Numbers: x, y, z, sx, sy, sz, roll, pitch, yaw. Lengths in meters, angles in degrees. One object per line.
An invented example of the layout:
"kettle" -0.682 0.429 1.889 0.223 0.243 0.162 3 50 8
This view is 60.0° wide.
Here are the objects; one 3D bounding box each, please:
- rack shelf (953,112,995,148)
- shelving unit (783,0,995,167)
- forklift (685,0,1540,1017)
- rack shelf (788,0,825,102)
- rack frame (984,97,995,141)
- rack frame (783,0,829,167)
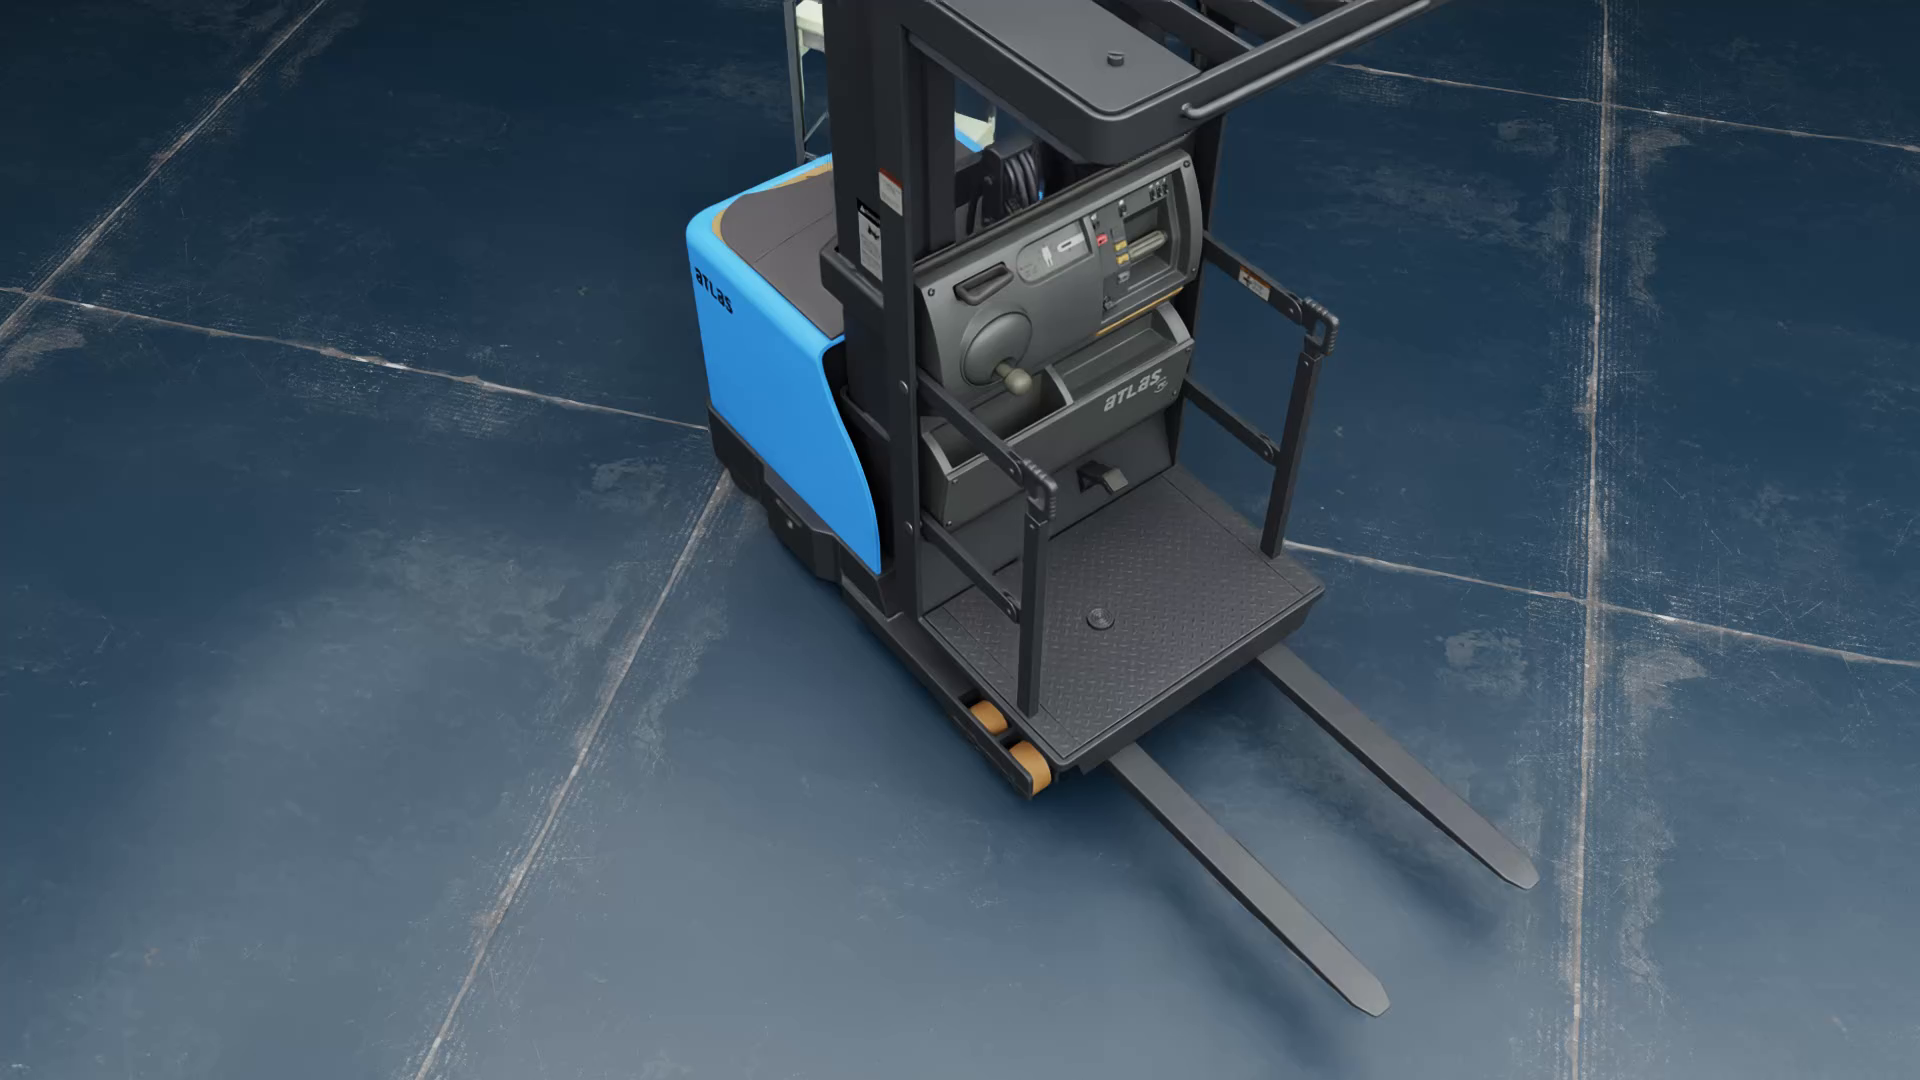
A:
"rack shelf" -0.227 -1.342 6.369 0.431 0.370 0.720 23 53 19
"shelving unit" -0.227 -1.557 6.124 0.431 1.500 0.755 23 53 19
"forklift" 0.421 -0.621 4.343 1.130 2.935 3.031 -30 55 -24
"rack shelf" -0.227 -1.816 5.832 0.431 0.370 0.720 23 53 19
"rack frame" -0.046 -1.796 6.335 0.400 1.500 0.023 23 53 19
"rack frame" -0.408 -1.319 5.914 0.400 1.500 0.023 23 53 19
